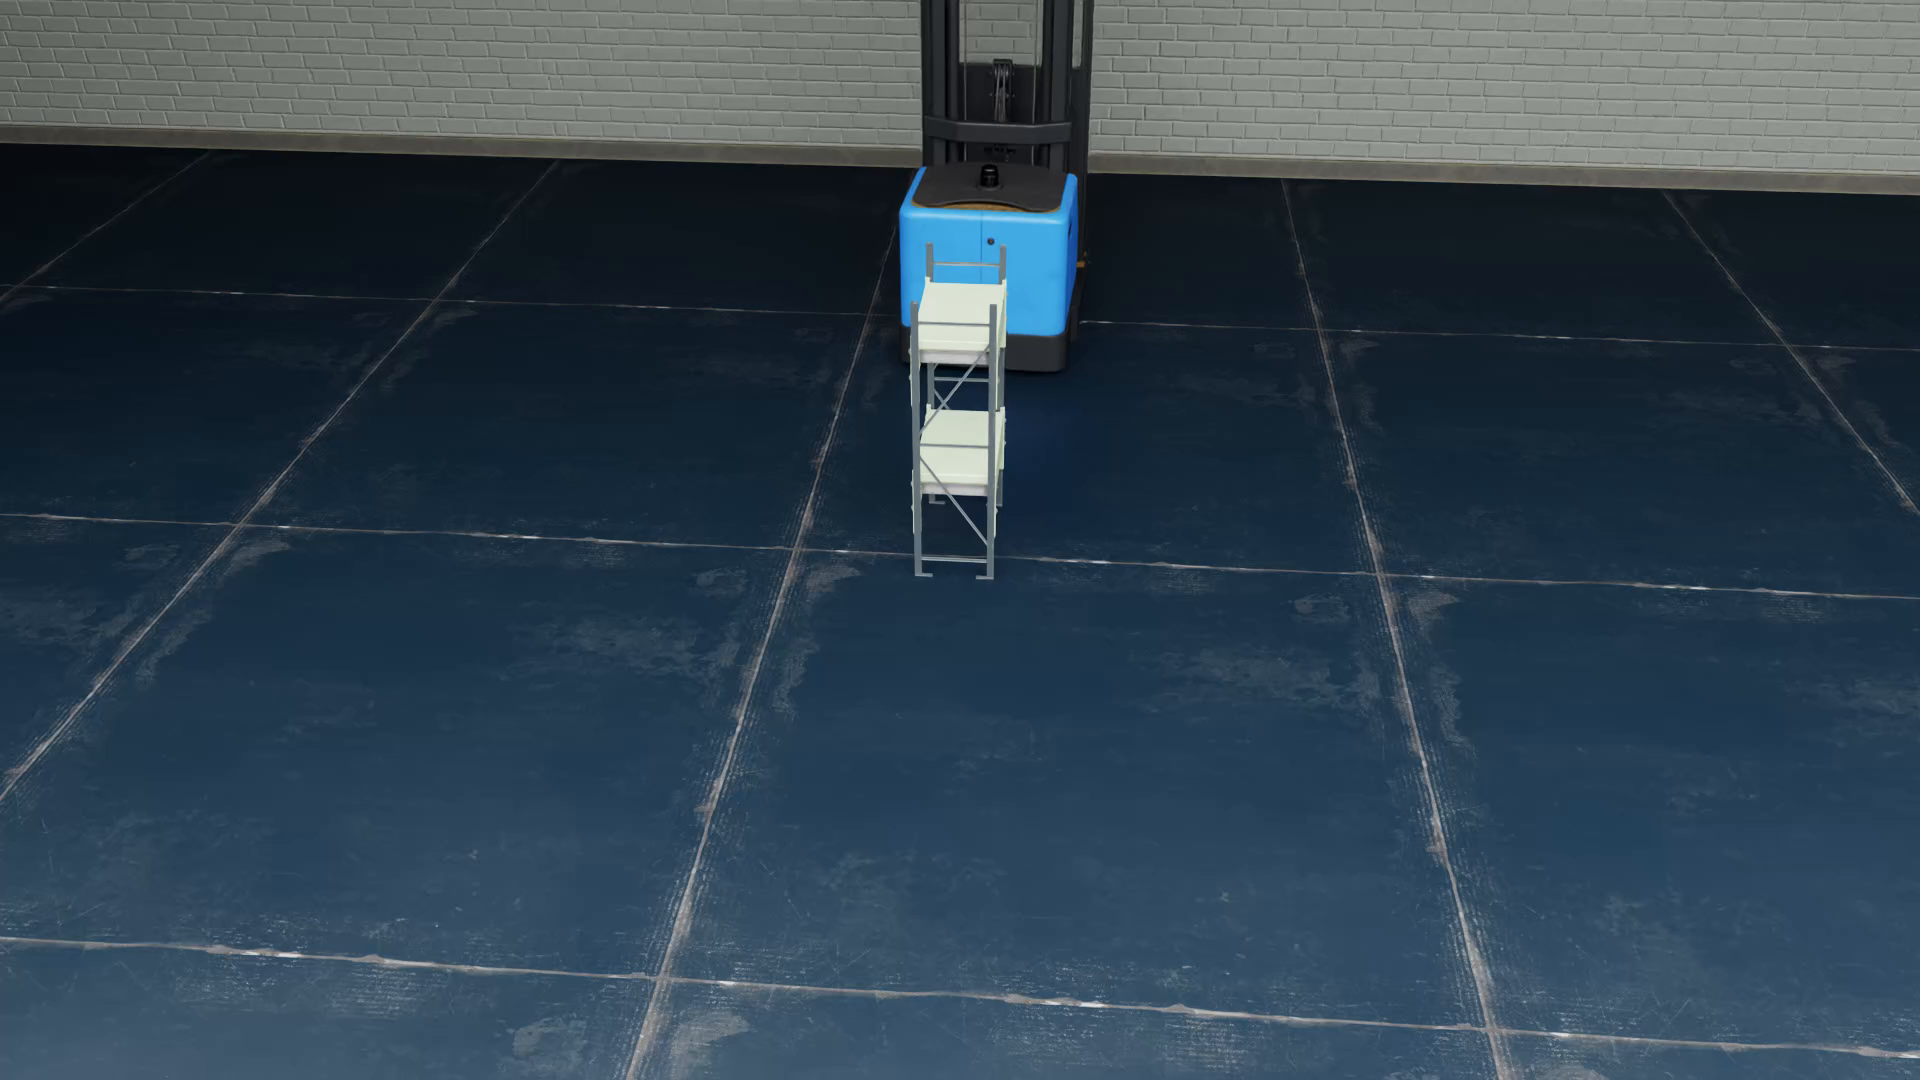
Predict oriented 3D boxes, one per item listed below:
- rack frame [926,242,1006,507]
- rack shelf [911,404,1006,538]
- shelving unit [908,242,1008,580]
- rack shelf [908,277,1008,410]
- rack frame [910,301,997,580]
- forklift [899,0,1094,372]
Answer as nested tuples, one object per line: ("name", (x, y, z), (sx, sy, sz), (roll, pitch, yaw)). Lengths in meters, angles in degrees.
("rack frame", (0.030, -0.833, 8.673), (0.400, 1.500, 0.023), (2, 32, 4))
("rack shelf", (0.001, -0.364, 8.533), (0.431, 0.370, 0.720), (2, 32, 4))
("shelving unit", (0.001, -0.642, 8.362), (0.431, 1.500, 0.755), (2, 32, 4))
("rack shelf", (0.001, -0.974, 8.157), (0.431, 0.370, 0.720), (2, 32, 4))
("rack frame", (-0.029, -0.451, 8.052), (0.400, 1.500, 0.023), (2, 32, 4))
("forklift", (0.329, -3.043, 10.895), (1.130, 2.935, 3.031), (4, 32, 7))
